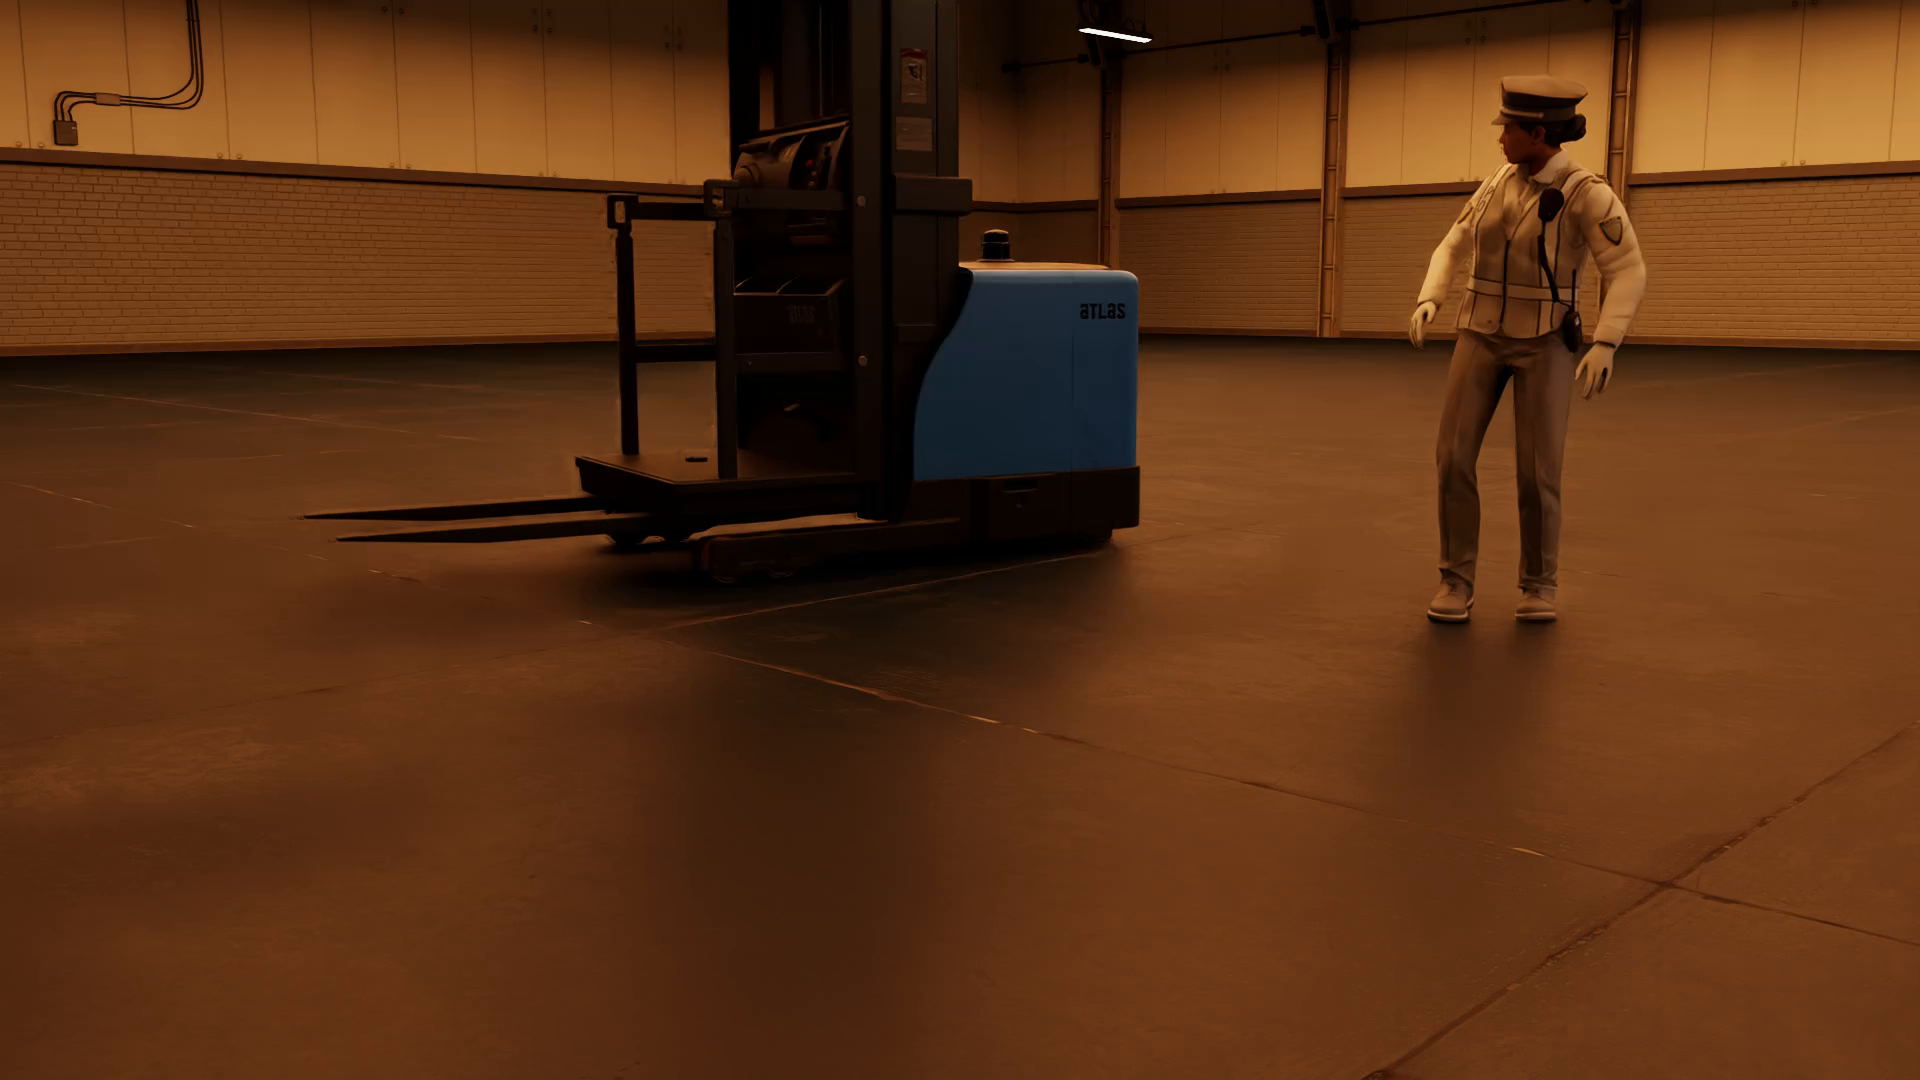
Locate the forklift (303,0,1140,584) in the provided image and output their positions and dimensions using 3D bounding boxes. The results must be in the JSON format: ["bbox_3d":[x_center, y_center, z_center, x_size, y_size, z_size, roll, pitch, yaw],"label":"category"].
[{"bbox_3d":[-0.818,-1.387,6.088,3.031,2.935,1.130,-5,10,-30],"label":"forklift"}]

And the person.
[{"bbox_3d":[1.702,-0.567,5.037,0.697,1.639,0.476,7,11,38],"label":"person"}]
